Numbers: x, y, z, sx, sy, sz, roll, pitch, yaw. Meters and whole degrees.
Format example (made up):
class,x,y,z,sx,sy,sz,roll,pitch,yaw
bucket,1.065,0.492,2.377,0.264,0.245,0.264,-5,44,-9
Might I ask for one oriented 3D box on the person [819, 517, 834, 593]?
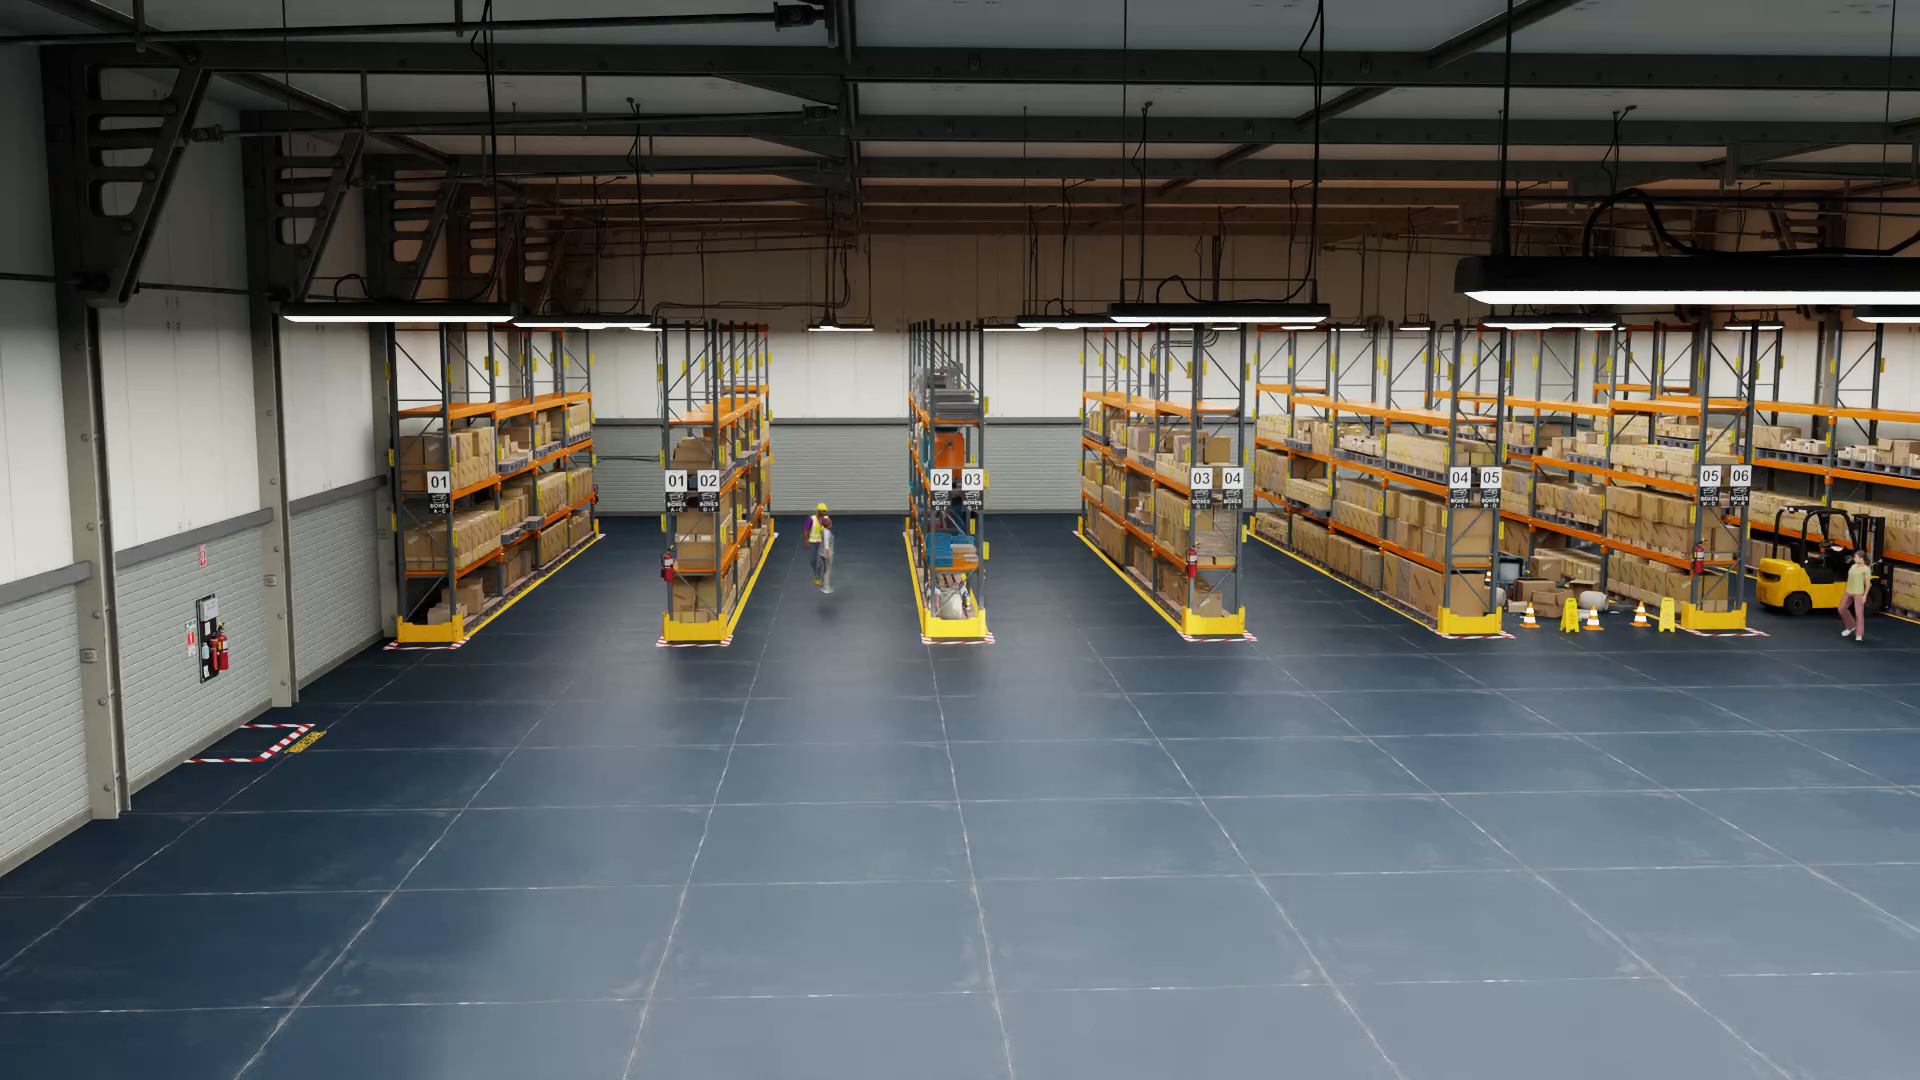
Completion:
class,x,y,z,sx,sy,sz,roll,pitch,yaw
person,-2.780,0.310,35.083,0.373,1.598,0.447,-4,8,-28

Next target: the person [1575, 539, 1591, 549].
class,x,y,z,sx,sy,sz,roll,pitch,yaw
person,16.776,-0.675,44.698,0.462,1.798,0.564,1,7,11

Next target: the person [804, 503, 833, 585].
class,x,y,z,sx,sy,sz,roll,pitch,yaw
person,-3.118,0.078,36.604,0.618,1.769,0.650,0,7,-1

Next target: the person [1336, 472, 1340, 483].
class,x,y,z,sx,sy,sz,roll,pitch,yaw
person,11.279,-1.237,49.723,0.827,1.614,0.587,-2,7,-15

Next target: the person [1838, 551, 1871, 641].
class,x,y,z,sx,sy,sz,roll,pitch,yaw
person,16.887,1.024,31.320,0.468,1.679,0.536,-4,8,-27
